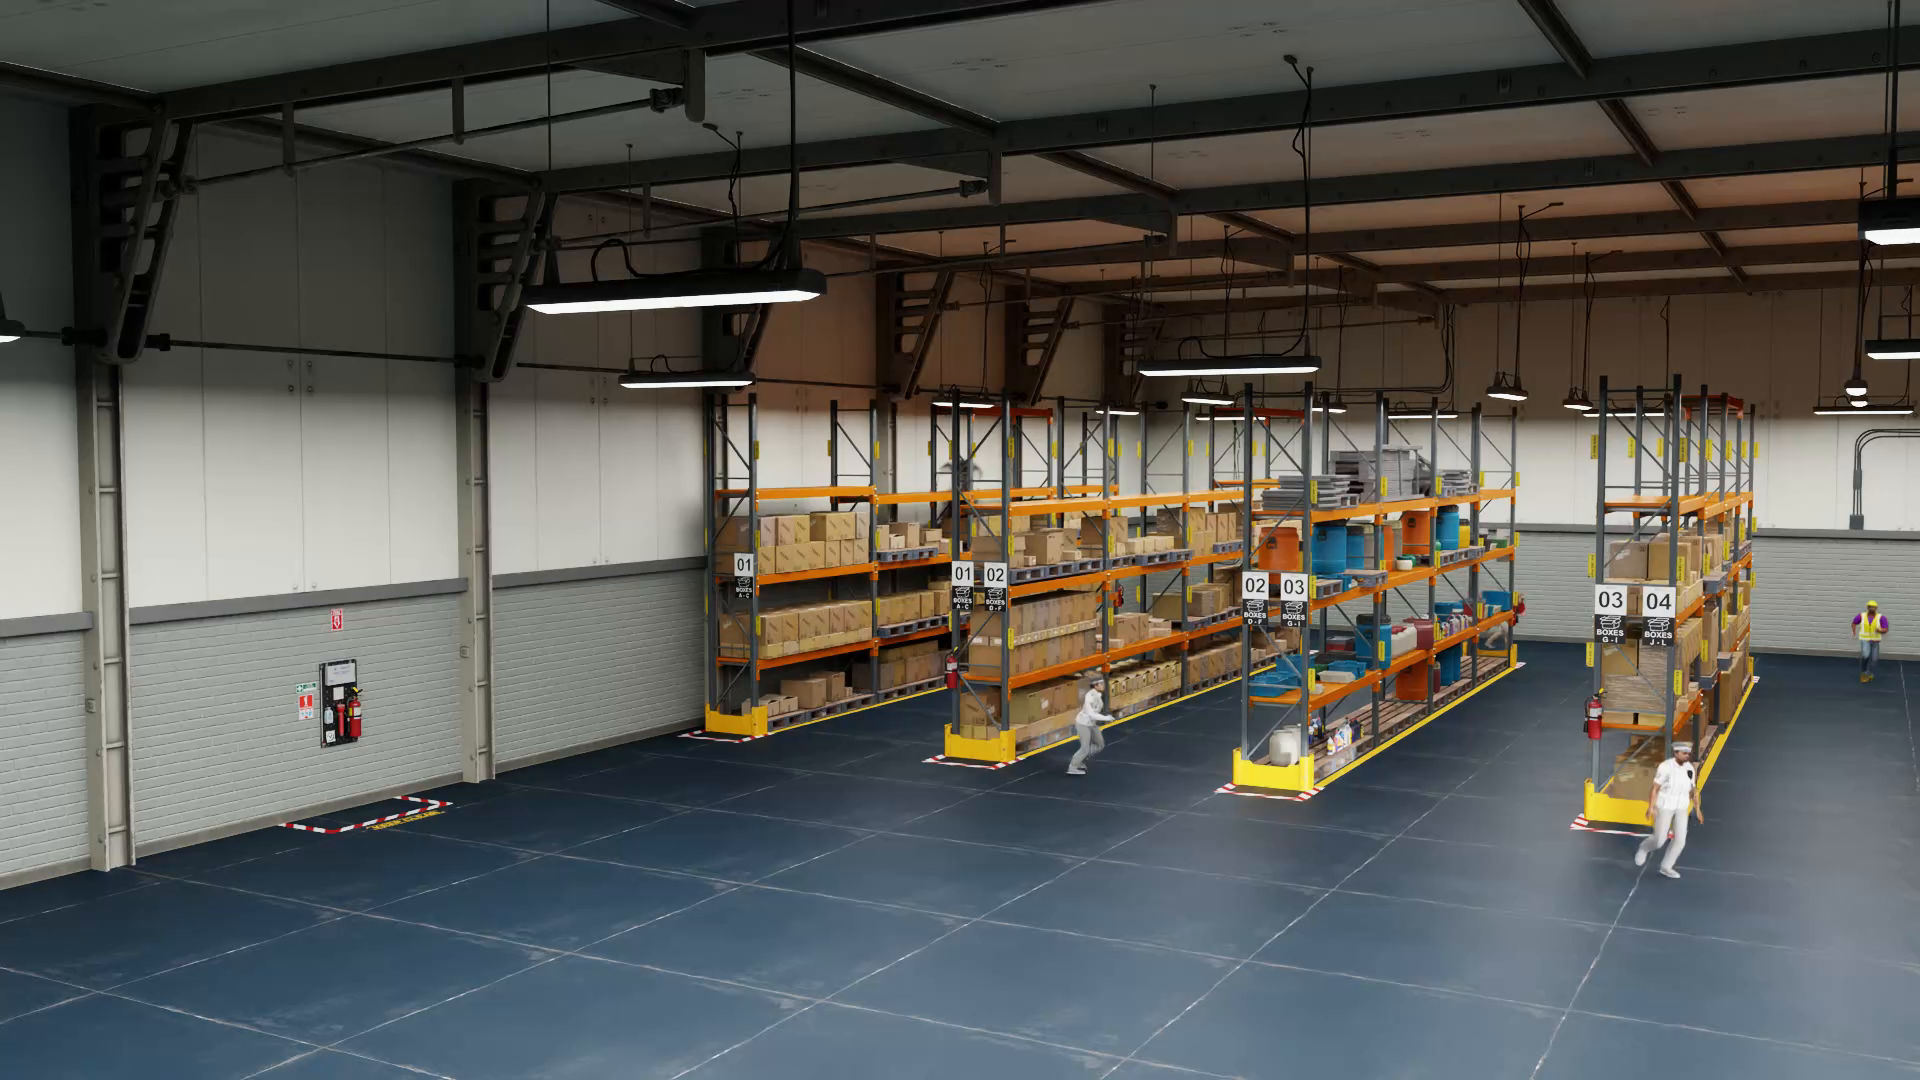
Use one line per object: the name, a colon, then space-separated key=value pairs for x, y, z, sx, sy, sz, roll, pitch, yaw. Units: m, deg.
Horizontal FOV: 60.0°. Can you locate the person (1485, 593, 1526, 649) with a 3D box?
person: x=13.551 y=2.047 z=41.277 sx=0.652 sy=1.519 sz=1.184 roll=-2 pitch=3 yaw=-28

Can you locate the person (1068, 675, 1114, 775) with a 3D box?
person: x=2.015 y=2.832 z=25.527 sx=0.756 sy=1.574 sz=0.592 roll=1 pitch=3 yaw=26

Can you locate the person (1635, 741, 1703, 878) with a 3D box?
person: x=8.326 y=3.127 z=19.552 sx=0.582 sy=1.624 sz=0.641 roll=0 pitch=3 yaw=-9

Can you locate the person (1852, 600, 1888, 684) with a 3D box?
person: x=19.560 y=2.193 z=35.732 sx=0.667 sy=1.789 sz=0.728 roll=1 pitch=3 yaw=21
